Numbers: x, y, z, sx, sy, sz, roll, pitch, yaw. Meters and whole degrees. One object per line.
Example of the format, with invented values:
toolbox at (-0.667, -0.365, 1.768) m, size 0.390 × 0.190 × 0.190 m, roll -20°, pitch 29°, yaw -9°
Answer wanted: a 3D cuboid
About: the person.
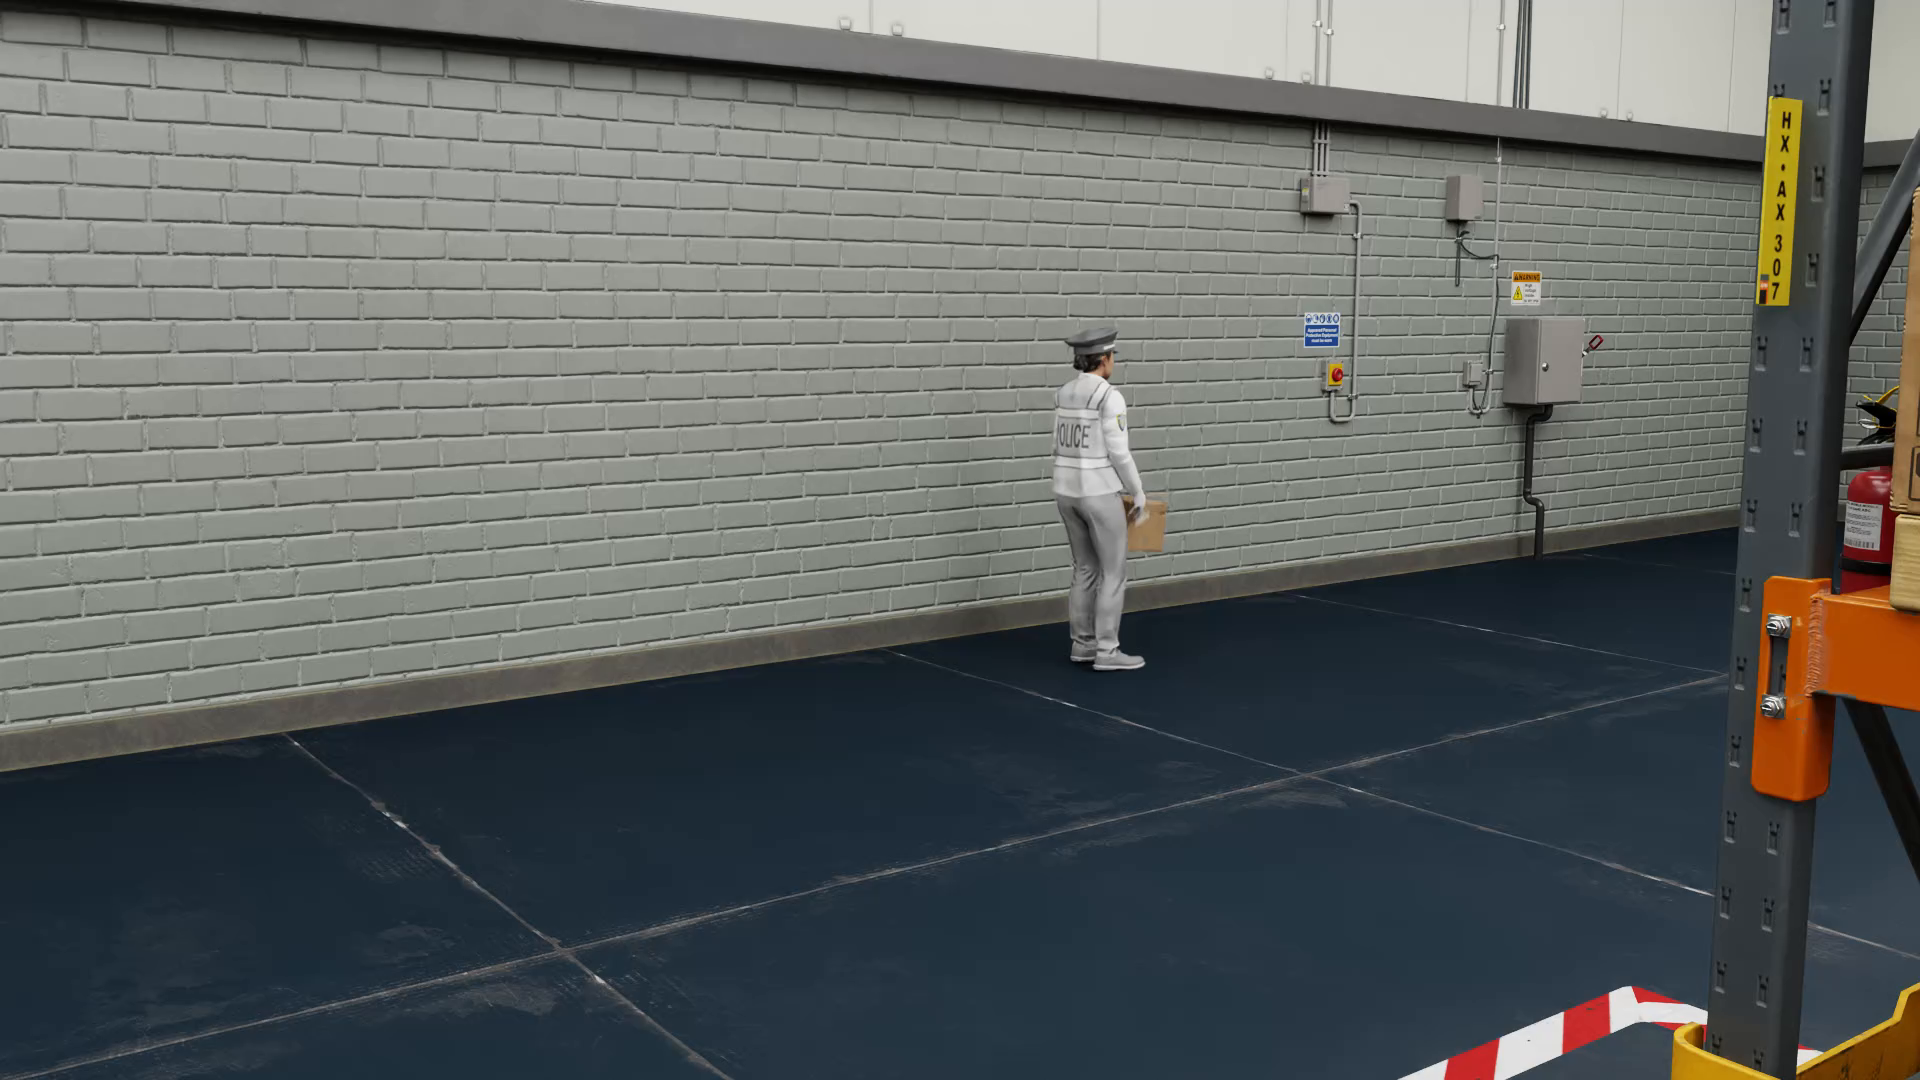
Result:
person at (0.678, -0.208, 8.240) m, size 0.410 × 1.680 × 0.502 m, roll -6°, pitch 10°, yaw -37°
